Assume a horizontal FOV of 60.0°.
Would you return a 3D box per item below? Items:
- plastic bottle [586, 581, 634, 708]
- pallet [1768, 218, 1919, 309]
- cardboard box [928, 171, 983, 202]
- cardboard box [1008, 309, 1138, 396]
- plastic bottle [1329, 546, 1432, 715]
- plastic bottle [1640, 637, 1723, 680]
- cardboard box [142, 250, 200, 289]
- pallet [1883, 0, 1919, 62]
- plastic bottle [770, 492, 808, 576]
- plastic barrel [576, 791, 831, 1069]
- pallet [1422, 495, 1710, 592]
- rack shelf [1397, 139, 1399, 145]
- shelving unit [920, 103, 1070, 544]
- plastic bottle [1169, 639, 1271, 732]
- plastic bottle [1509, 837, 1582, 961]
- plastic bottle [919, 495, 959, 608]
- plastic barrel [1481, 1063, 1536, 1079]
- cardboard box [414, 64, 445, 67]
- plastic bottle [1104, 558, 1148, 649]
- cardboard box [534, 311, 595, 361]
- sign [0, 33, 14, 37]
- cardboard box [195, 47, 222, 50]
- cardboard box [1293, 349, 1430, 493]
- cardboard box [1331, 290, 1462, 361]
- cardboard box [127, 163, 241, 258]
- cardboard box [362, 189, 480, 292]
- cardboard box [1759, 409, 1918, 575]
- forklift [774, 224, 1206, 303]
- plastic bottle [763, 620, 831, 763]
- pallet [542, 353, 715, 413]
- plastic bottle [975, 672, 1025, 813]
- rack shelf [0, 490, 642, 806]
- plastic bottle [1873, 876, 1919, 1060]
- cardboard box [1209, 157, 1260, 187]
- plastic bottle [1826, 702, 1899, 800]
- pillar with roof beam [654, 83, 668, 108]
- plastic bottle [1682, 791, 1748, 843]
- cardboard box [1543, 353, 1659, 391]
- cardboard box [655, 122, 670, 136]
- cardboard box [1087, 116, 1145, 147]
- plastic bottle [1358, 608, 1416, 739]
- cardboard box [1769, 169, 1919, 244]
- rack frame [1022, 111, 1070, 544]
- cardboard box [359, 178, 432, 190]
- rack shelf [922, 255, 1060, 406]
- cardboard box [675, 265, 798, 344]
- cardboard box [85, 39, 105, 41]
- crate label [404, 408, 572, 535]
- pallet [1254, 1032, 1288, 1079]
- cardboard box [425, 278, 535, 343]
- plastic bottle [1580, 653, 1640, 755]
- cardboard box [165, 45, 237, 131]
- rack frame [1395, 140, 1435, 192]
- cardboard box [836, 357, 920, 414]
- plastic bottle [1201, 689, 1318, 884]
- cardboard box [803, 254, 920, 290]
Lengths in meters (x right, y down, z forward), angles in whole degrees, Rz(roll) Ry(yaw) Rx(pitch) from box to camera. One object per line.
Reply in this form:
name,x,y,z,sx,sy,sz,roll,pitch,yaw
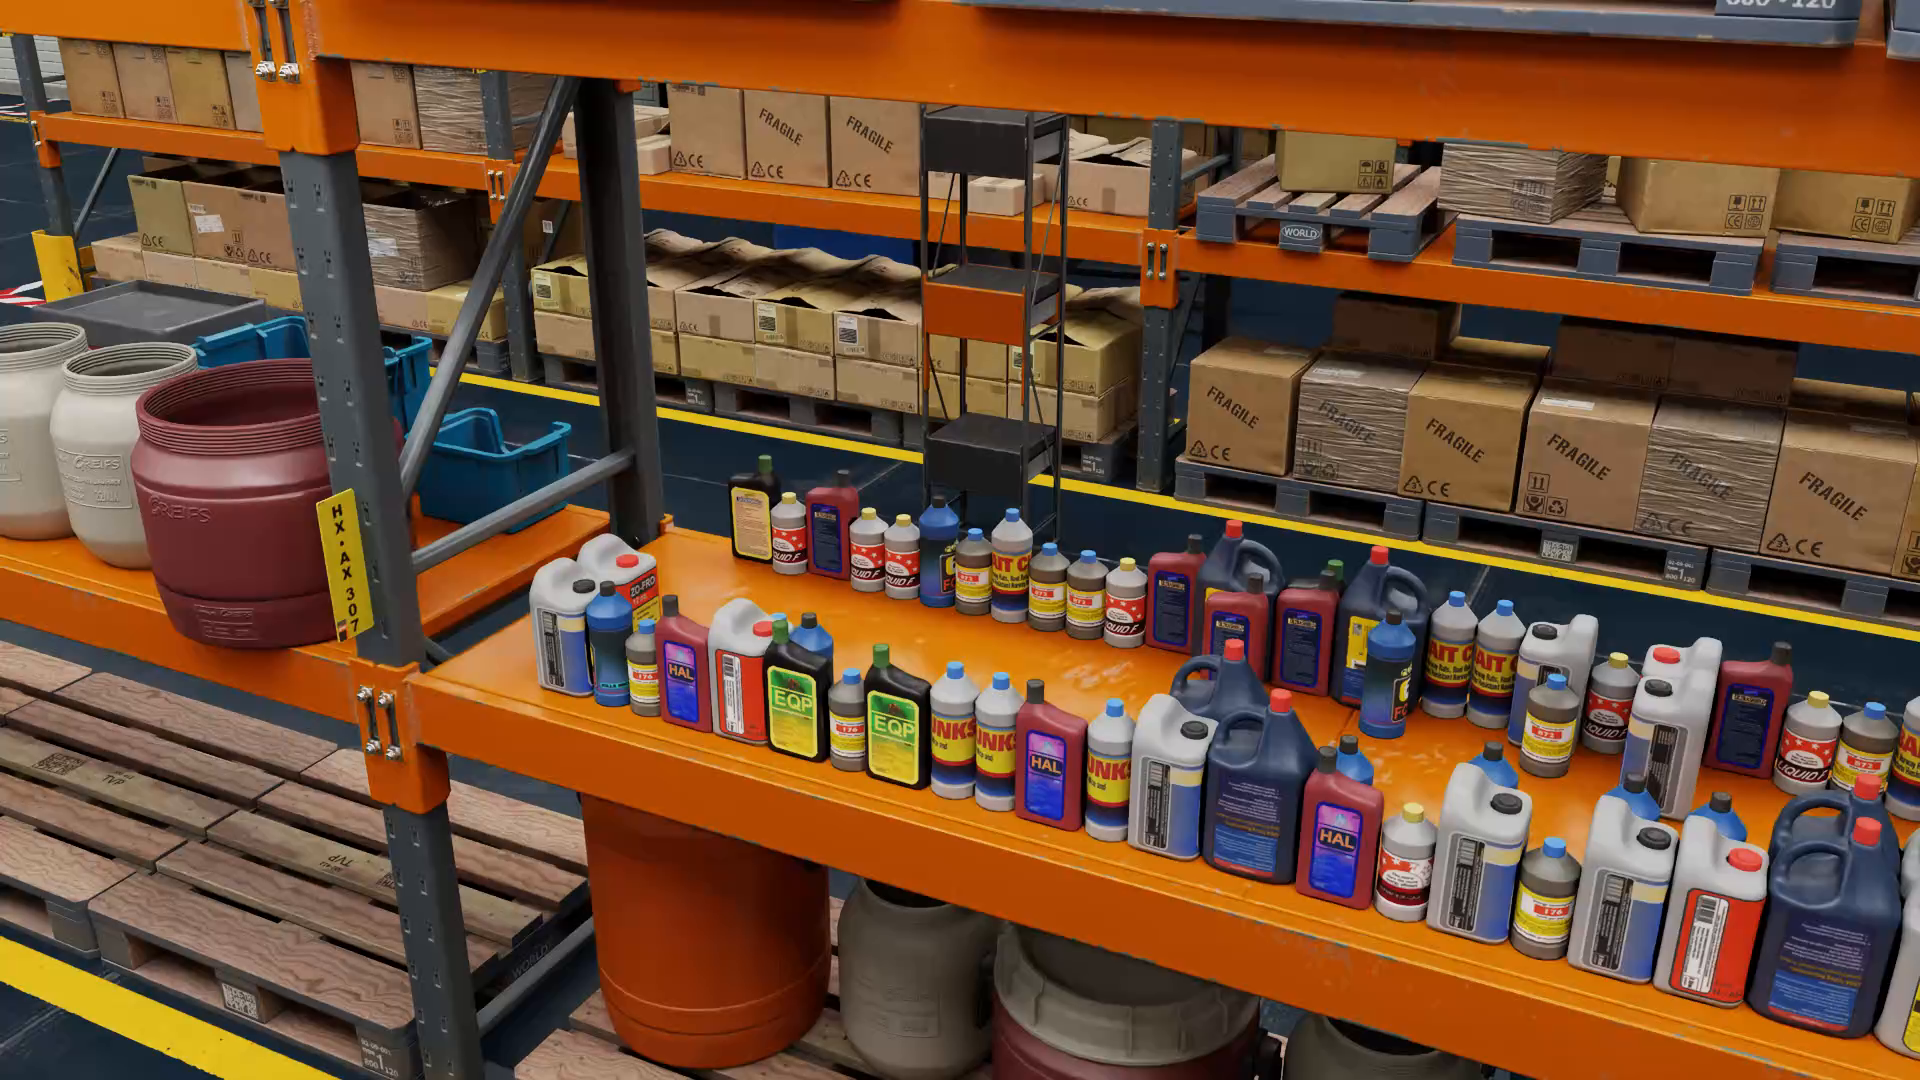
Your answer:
plastic bottle,-0.747,0.217,3.572,0.097,0.271,0.097,0,23,0
pallet,4.066,-1.176,6.927,1.213,0.211,1.003,11,25,25
cardboard box,-0.004,-1.881,8.661,0.250,0.149,0.380,13,26,28
cardboard box,0.581,-0.983,8.490,0.500,0.311,0.500,12,26,26
plastic bottle,0.902,0.184,3.547,0.185,0.351,0.144,11,25,25
plastic bottle,1.424,0.323,3.315,0.135,0.276,0.152,11,25,25
cardboard box,-5.154,-1.872,11.296,0.500,0.250,0.500,11,25,25
pallet,1.747,-0.753,2.096,1.003,0.211,1.213,11,25,25
plastic bottle,-0.430,-0.021,4.220,0.097,0.201,0.097,0,23,0
plastic barrel,-0.634,0.824,4.215,0.708,0.830,0.600,11,25,25
pallet,2.894,-0.147,7.825,1.213,0.211,1.003,11,25,25
rack shelf,1.607,-3.544,13.169,4.000,0.370,1.077,11,25,25
shelving unit,0.148,-0.937,7.270,0.503,2.100,0.431,11,25,25
plastic bottle,0.489,0.348,3.162,0.185,0.351,0.144,11,25,25
plastic bottle,0.982,0.591,2.781,0.097,0.201,0.097,0,23,0
plastic bottle,-0.051,0.022,4.030,0.097,0.271,0.097,0,23,0
plastic barrel,1.381,1.190,3.264,0.708,0.901,0.600,11,25,25
cardboard box,-2.969,-2.859,9.684,0.250,0.149,0.380,11,25,23
plastic bottle,0.384,0.140,3.842,0.097,0.201,0.097,0,23,0
cardboard box,-2.162,-1.267,9.874,0.500,0.250,0.500,11,25,23
sign,-6.235,-3.446,10.812,0.005,0.325,0.100,11,25,25
cardboard box,-4.576,-3.177,10.431,0.250,0.149,0.380,11,25,24
cardboard box,1.907,-0.572,7.895,0.500,0.500,0.500,10,25,23
cardboard box,2.152,-1.097,8.169,0.500,0.250,0.500,12,26,27
cardboard box,-5.154,-2.217,11.148,0.500,0.500,0.500,11,25,25
cardboard box,-3.363,-1.868,10.329,0.500,0.500,0.500,11,25,25
cardboard box,3.722,-0.214,7.052,0.500,0.500,0.500,11,26,25
forklift,0.274,-3.006,11.074,3.031,2.935,1.130,7,24,17
plastic bottle,-0.326,0.303,3.355,0.133,0.283,0.061,11,25,25
pallet,-1.735,-1.098,10.061,1.213,0.211,1.003,11,25,25
plastic bottle,0.078,0.380,3.188,0.097,0.271,0.097,0,23,0
rack shelf,-2.863,-0.084,5.033,4.000,0.370,1.077,11,25,25
plastic bottle,1.523,0.619,2.524,0.185,0.351,0.144,11,25,25
cardboard box,2.318,-2.814,13.167,0.500,0.500,0.700,11,25,24
plastic bottle,1.745,0.409,3.208,0.097,0.201,0.097,0,23,0
pillar with roof beam,-4.675,-6.370,11.230,0.400,9.000,9.100,11,25,25
plastic bottle,1.257,0.547,2.796,0.097,0.271,0.097,0,23,0
cardboard box,3.033,-0.578,7.908,0.500,0.500,0.500,10,25,23
cardboard box,-1.542,-2.344,9.601,0.258,0.266,0.396,11,25,23
cardboard box,1.347,-3.334,13.430,0.500,0.250,0.500,10,25,23
plastic bottle,0.887,0.271,3.445,0.097,0.271,0.097,0,23,0
cardboard box,3.765,-1.585,6.980,0.500,0.500,0.700,16,28,33
rack frame,0.365,-0.894,7.169,0.015,2.100,0.400,11,25,25
cardboard box,-3.575,-2.138,10.963,0.500,0.500,0.500,11,25,25
rack shelf,0.148,-0.924,7.276,0.480,0.518,0.431,11,25,25
cardboard box,-1.247,-1.342,9.333,0.500,0.311,0.500,10,25,23
cardboard box,-5.490,-3.358,10.856,0.250,0.149,0.380,10,25,23
crate label,-1.285,-0.190,4.578,0.416,0.233,0.303,11,25,25
pallet,0.729,1.562,3.807,1.213,0.211,1.003,11,25,25
cardboard box,-2.922,-1.431,10.258,0.500,0.250,0.500,11,25,25
plastic bottle,1.333,0.328,3.400,0.097,0.201,0.097,0,23,0
cardboard box,-4.657,-2.982,10.801,0.500,0.500,0.700,11,26,25
rack frame,3.391,-3.522,12.198,0.127,3.000,1.000,11,25,25
cardboard box,-0.329,-0.906,9.025,0.500,0.250,0.500,12,26,26
plastic bottle,0.540,0.425,2.981,0.185,0.351,0.144,11,25,25
cardboard box,-0.561,-1.443,9.571,0.500,0.311,0.500,11,25,24
